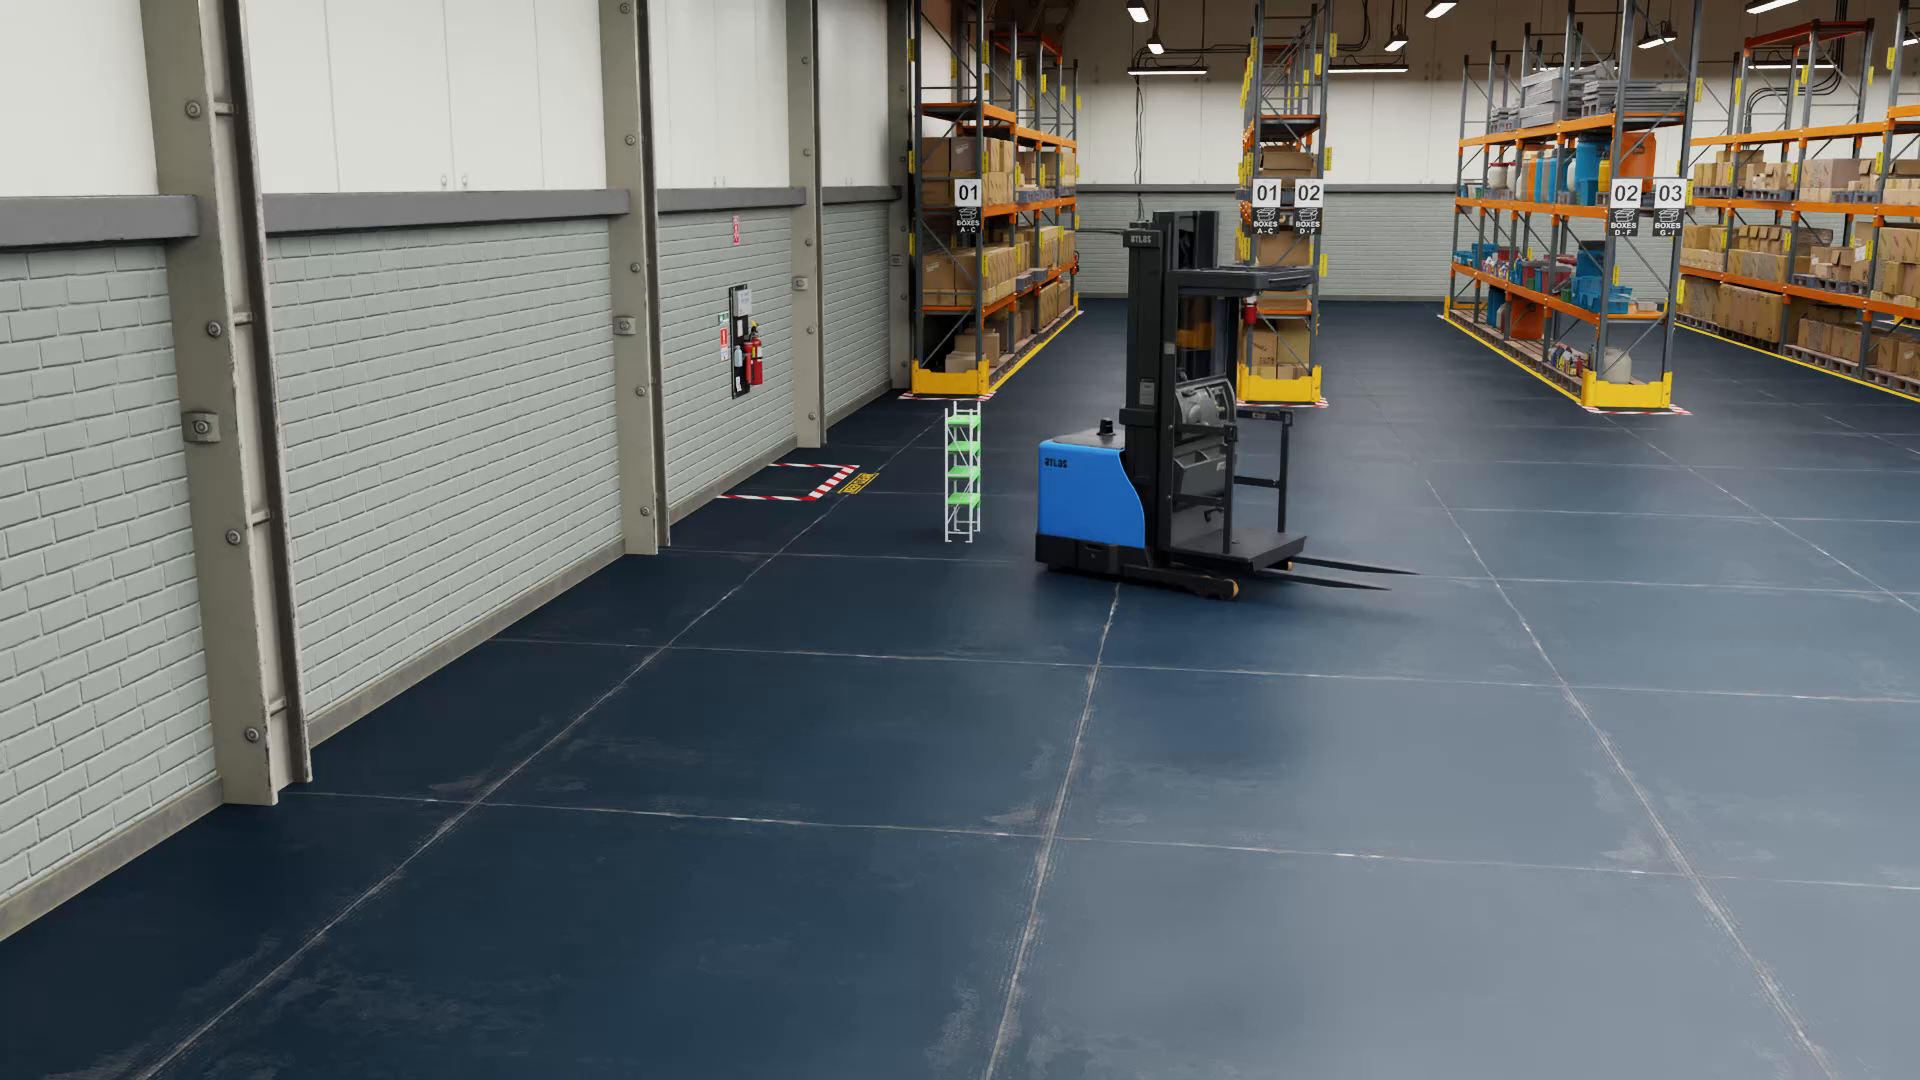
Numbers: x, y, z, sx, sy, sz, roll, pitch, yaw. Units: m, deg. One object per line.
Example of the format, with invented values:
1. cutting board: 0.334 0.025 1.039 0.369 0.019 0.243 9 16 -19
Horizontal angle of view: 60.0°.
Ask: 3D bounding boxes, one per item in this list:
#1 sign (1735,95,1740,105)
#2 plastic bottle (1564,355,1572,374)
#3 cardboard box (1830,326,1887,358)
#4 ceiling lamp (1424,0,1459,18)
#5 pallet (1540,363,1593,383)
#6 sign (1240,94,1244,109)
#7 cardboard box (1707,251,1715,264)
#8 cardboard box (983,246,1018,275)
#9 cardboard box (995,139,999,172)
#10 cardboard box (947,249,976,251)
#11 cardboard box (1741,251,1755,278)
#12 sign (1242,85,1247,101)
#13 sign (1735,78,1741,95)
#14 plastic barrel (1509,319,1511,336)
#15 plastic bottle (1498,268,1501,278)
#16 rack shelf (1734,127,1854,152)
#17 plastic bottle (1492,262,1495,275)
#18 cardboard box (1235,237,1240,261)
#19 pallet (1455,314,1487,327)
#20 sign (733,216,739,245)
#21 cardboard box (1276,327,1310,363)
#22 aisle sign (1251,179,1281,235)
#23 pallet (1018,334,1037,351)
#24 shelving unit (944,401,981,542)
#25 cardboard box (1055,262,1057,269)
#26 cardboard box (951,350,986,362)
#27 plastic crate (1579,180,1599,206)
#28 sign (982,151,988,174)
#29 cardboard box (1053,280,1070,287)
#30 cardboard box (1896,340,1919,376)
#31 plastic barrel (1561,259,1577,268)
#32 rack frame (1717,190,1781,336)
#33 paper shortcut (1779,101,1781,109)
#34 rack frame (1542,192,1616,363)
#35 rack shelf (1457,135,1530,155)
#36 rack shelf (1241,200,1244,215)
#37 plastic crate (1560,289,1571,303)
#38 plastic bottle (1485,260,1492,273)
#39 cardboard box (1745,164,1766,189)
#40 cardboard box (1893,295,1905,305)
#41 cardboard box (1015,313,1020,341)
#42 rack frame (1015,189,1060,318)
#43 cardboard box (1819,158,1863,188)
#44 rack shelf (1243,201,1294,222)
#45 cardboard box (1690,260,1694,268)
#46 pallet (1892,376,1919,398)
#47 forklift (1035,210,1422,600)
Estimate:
1. sign: 17.513 -9.967 37.476 0.100 0.325 0.005 2 12 9
2. plastic bottle: 9.560 -2.750 26.053 0.152 0.276 0.135 2 12 7
3. cardboard box: 15.426 -3.397 28.524 0.700 0.500 0.500 1 12 4
4. ceiling lamp: 7.994 -10.053 26.425 0.800 3.185 2.000 2 12 9
5. pallet: 10.095 -2.720 27.115 1.003 0.211 1.213 2 12 9
6. sign: 6.655 -10.327 39.146 0.100 0.325 0.005 2 12 9
7. cardboard box: 16.249 -6.007 35.397 0.500 0.250 0.500 2 12 10
8. cardboard box: 0.655 -5.028 29.921 0.700 0.500 0.500 3 13 14
9. cardboard box: 0.329 -6.006 25.964 0.500 0.500 0.500 2 12 10
10. cardboard box: 0.006 -4.544 27.485 0.500 0.500 0.500 2 12 10
11. cardboard box: 15.892 -5.479 33.060 0.500 0.500 0.500 2 12 7
12. sign: 6.042 -9.498 35.300 0.100 0.325 0.005 2 12 9
13. sign: 15.819 -9.216 33.806 0.100 0.325 0.005 2 12 9
14. plastic barrel: 10.911 -4.266 32.579 0.421 0.512 0.421 0 12 0
15. plastic bottle: 10.671 -5.269 32.793 0.097 0.201 0.097 0 12 0
16. rack shelf: 16.056 -7.696 32.000 1.077 0.370 4.000 2 12 9
17. plastic bottle: 10.799 -5.476 33.588 0.097 0.271 0.097 0 12 0
18. cardboard box: 6.282 -6.211 35.460 0.700 0.500 0.500 -2 12 -10
19. pallet: 11.729 -4.933 37.382 1.003 0.211 1.213 2 12 9
20. sign: -2.353 -3.256 17.481 0.001 0.298 0.199 2 12 9
21. cardboard box: 5.107 -2.987 25.482 0.500 0.500 0.500 2 12 9
22. aisle sign: 4.430 -4.817 24.055 0.394 0.787 0.004 2 12 9
23. pallet: 0.943 -3.850 32.356 1.003 0.211 1.213 2 12 9
24. shelving unit: 0.025 -0.621 15.027 0.258 1.200 0.503 2 12 9
25. cardboard box: 1.893 -5.962 36.088 0.380 0.149 0.250 2 12 10
26. cardboard box: 0.118 -2.871 26.531 0.500 0.311 0.500 3 13 13
27. plastic crate: 9.620 -5.254 25.172 0.392 0.384 0.575 2 12 9
28. sign: 0.371 -5.586 24.599 0.100 0.325 0.005 2 12 9
29. cardboard box: 2.408 -6.106 39.605 0.380 0.149 0.250 2 12 10
30. cardboard box: 14.951 -2.843 26.003 0.500 0.500 0.500 6 14 27
31. plastic barrel: 10.716 -4.633 29.049 0.433 0.535 0.433 0 12 0
32. rack frame: 16.363 -5.727 34.446 1.000 3.000 0.127 2 12 9
33. paper shortcut: 15.432 -8.187 31.290 0.009 0.170 0.078 12 -17 6
34. rack frame: 10.239 -4.222 27.463 1.000 3.000 0.127 2 12 9
35. rack shelf: 11.777 -8.689 36.608 1.077 0.370 4.000 2 12 9
36. rack shelf: 6.268 -6.747 33.767 1.077 0.370 4.000 2 12 9
37. plastic crate: 9.751 -3.845 26.217 0.450 0.188 0.662 2 12 9
38. plastic bottle: 10.966 -5.666 34.460 0.152 0.276 0.135 2 12 9
39. cardboard box: 16.284 -7.326 33.513 0.700 0.500 0.500 2 12 10
40. cardboard box: 14.632 -3.696 25.619 0.380 0.149 0.250 2 12 9
41. cardboard box: 0.763 -4.009 31.366 0.700 0.500 0.500 2 12 8
42. rack frame: 1.680 -6.208 36.680 1.000 3.000 0.127 2 12 9
43. cardboard box: 15.270 -6.354 28.811 0.500 0.500 0.500 2 12 7
44. rack shelf: 5.653 -5.914 29.903 1.077 0.370 4.000 2 12 9
45. cardboard box: 16.403 -6.106 36.800 0.380 0.149 0.250 2 12 8
46. pallet: 14.879 -2.303 25.176 1.003 0.211 1.213 2 12 9
47. forklift: 2.125 -1.094 13.115 3.031 2.935 1.130 9 15 34
